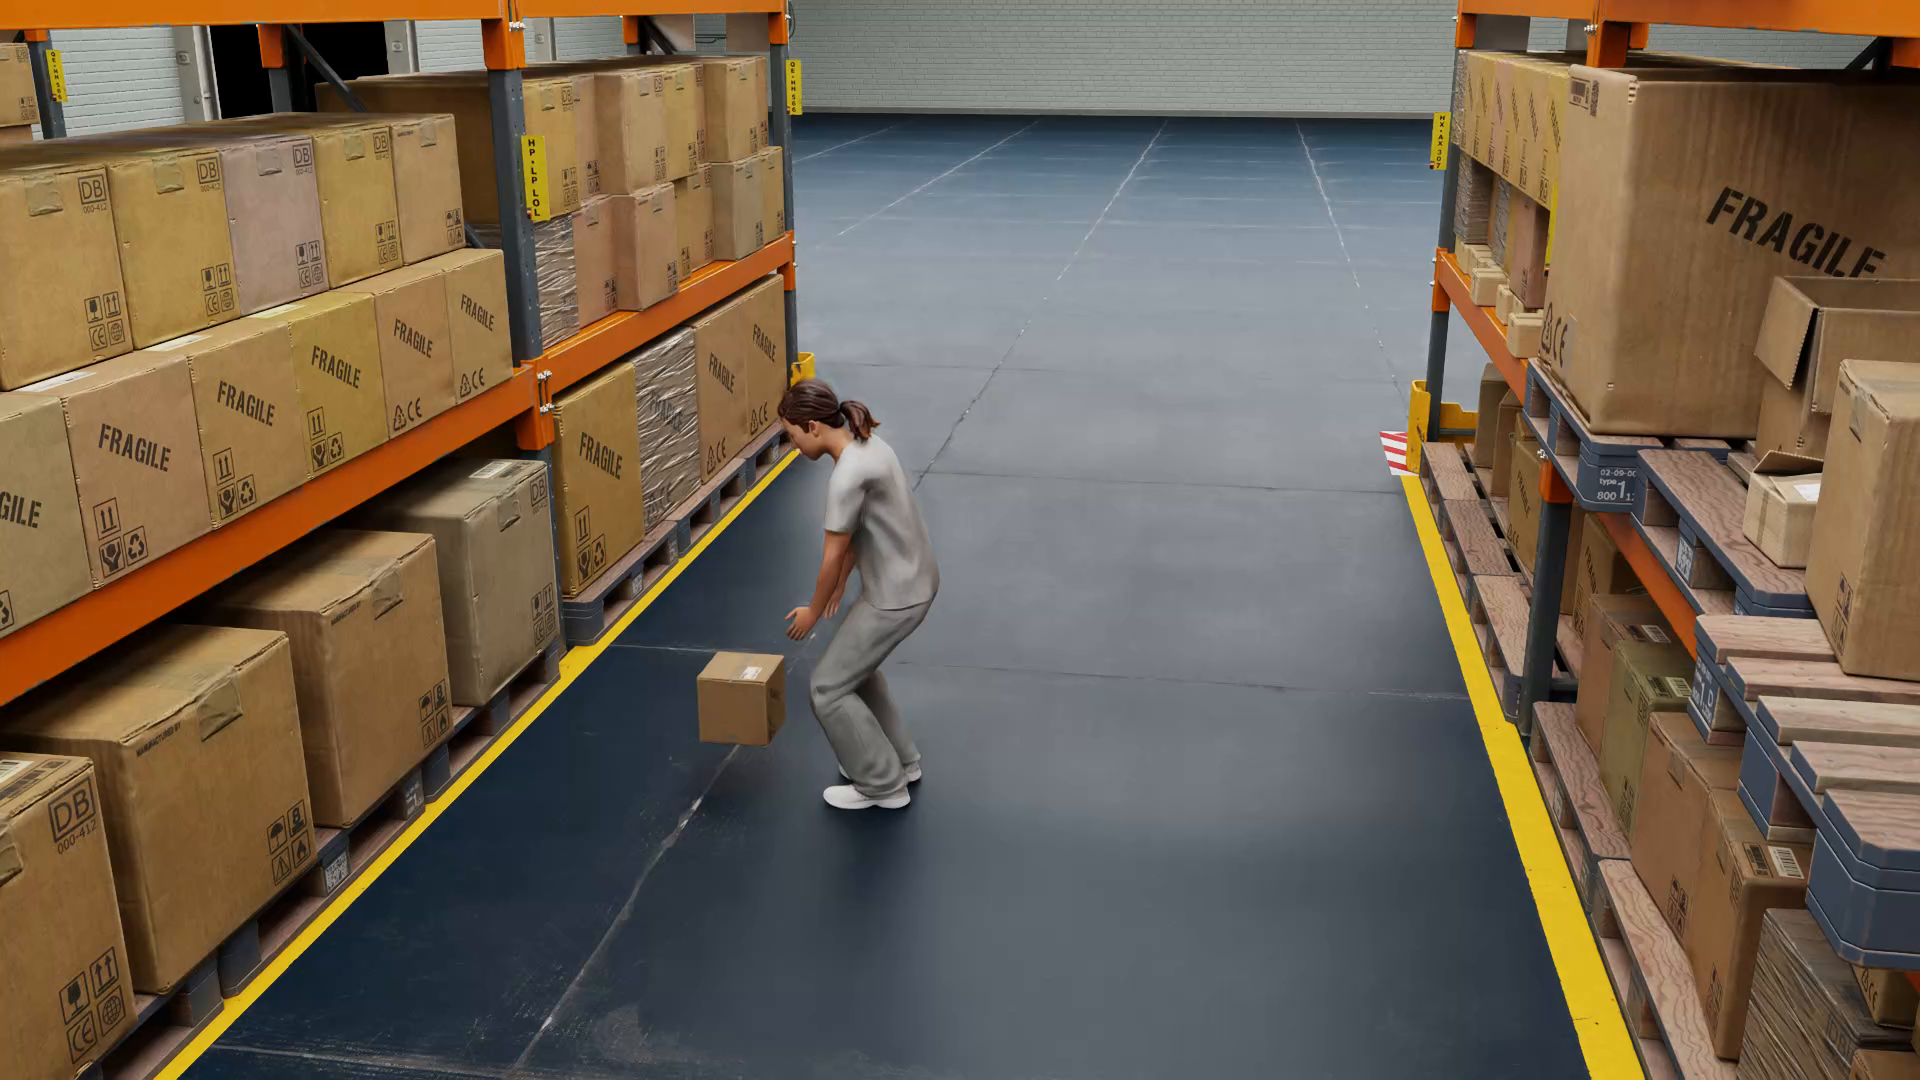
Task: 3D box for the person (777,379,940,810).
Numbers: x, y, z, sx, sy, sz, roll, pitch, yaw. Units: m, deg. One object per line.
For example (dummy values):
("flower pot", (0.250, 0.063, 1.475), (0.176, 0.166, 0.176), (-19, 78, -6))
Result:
("person", (-0.346, 0.194, 5.730), (0.533, 1.515, 0.483), (3, 18, 9))
